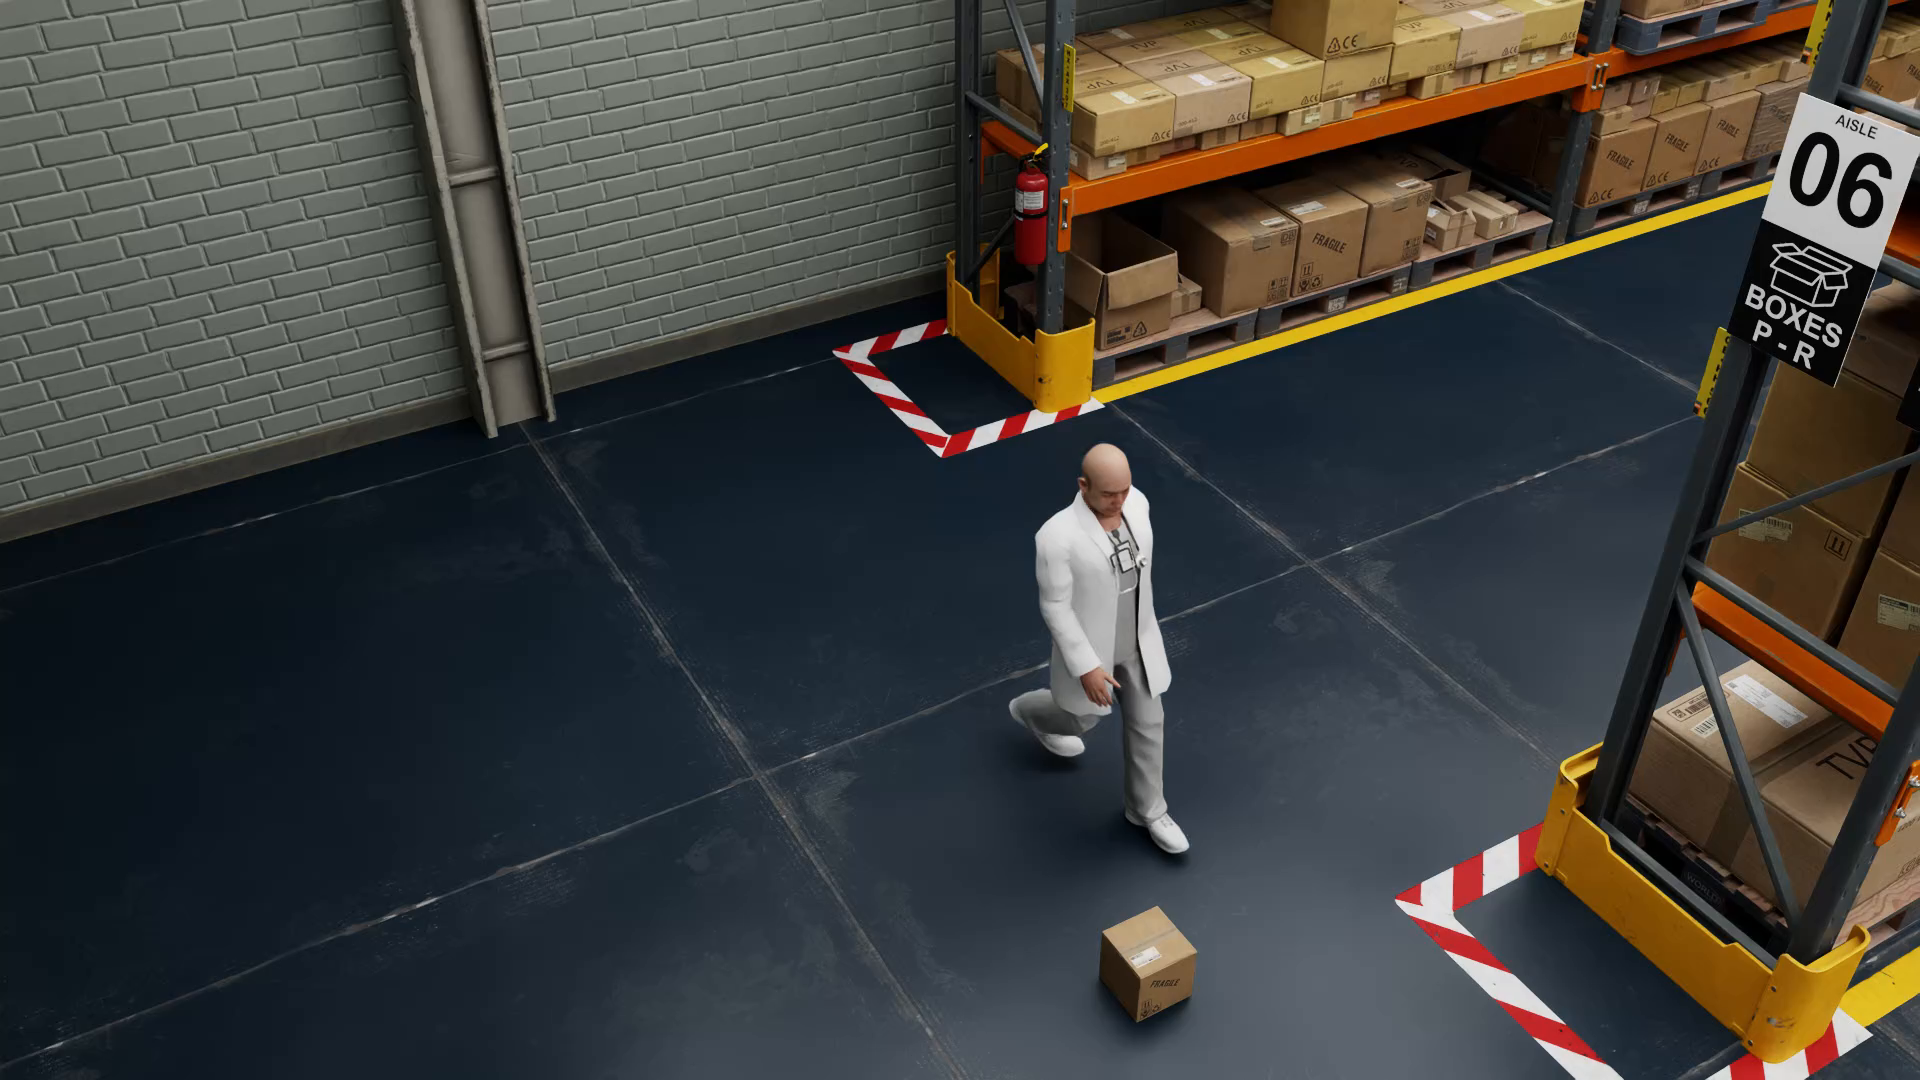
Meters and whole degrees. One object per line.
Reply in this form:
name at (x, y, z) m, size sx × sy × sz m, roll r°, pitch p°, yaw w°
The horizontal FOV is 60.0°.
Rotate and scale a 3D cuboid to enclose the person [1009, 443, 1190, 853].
person at (0.563, 0.374, 6.450) m, size 0.629 × 1.744 × 0.982 m, roll -17°, pitch 40°, yaw -22°
